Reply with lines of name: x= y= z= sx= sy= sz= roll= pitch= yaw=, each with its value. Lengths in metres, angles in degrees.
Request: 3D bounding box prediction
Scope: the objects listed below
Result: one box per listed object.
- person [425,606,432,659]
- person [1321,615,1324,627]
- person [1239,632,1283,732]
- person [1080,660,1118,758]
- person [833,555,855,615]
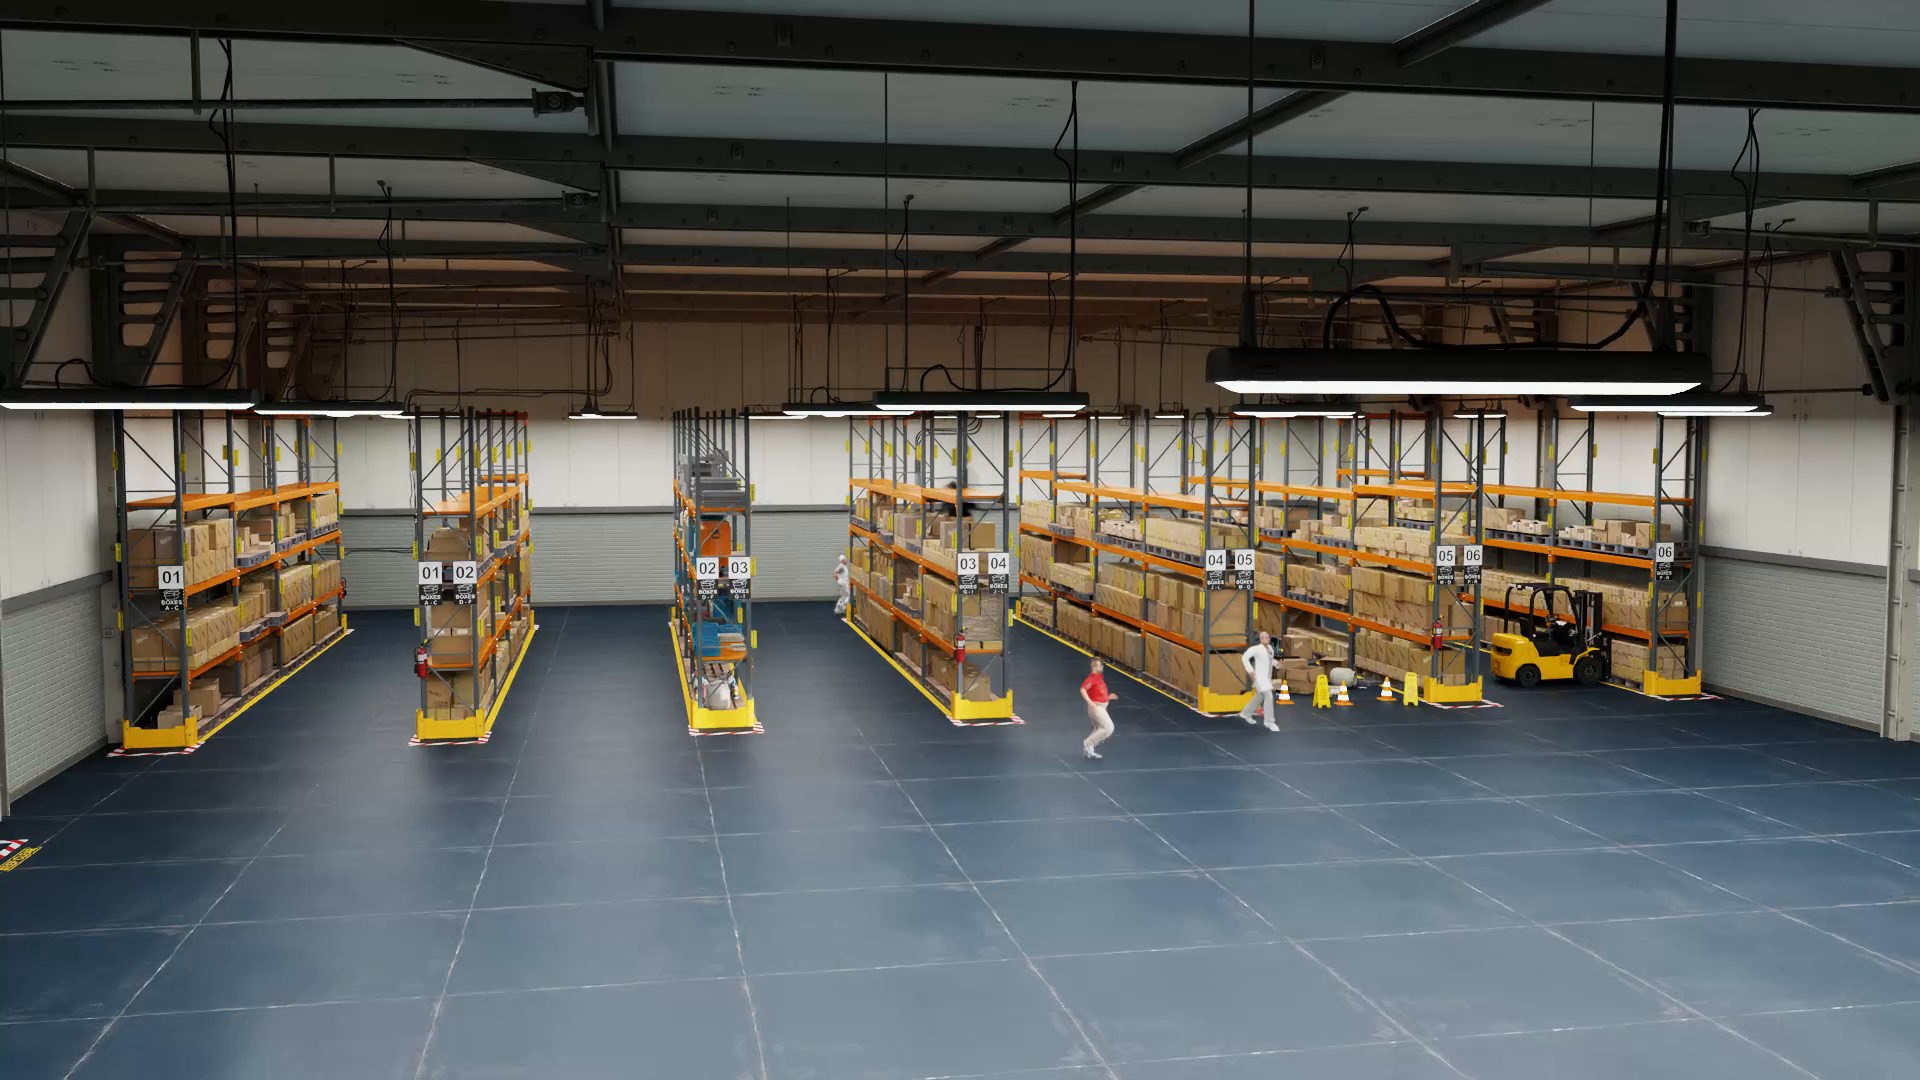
person: x=-12.699 y=1.999 z=40.194 sx=0.635 sy=1.833 sz=0.749 roll=-1 pitch=4 yaw=-19
person: x=9.652 y=1.732 z=44.845 sx=0.589 sy=1.631 sz=0.596 roll=0 pitch=4 yaw=-7
person: x=5.633 y=2.625 z=31.090 sx=0.920 sy=1.828 sz=0.694 roll=3 pitch=5 yaw=38
person: x=2.375 y=2.869 z=28.186 sx=0.602 sy=1.684 sz=0.651 roll=1 pitch=4 yaw=12
person: x=-3.388 y=1.335 z=49.181 sx=0.685 sy=1.774 sz=0.646 roll=0 pitch=4 yaw=2
